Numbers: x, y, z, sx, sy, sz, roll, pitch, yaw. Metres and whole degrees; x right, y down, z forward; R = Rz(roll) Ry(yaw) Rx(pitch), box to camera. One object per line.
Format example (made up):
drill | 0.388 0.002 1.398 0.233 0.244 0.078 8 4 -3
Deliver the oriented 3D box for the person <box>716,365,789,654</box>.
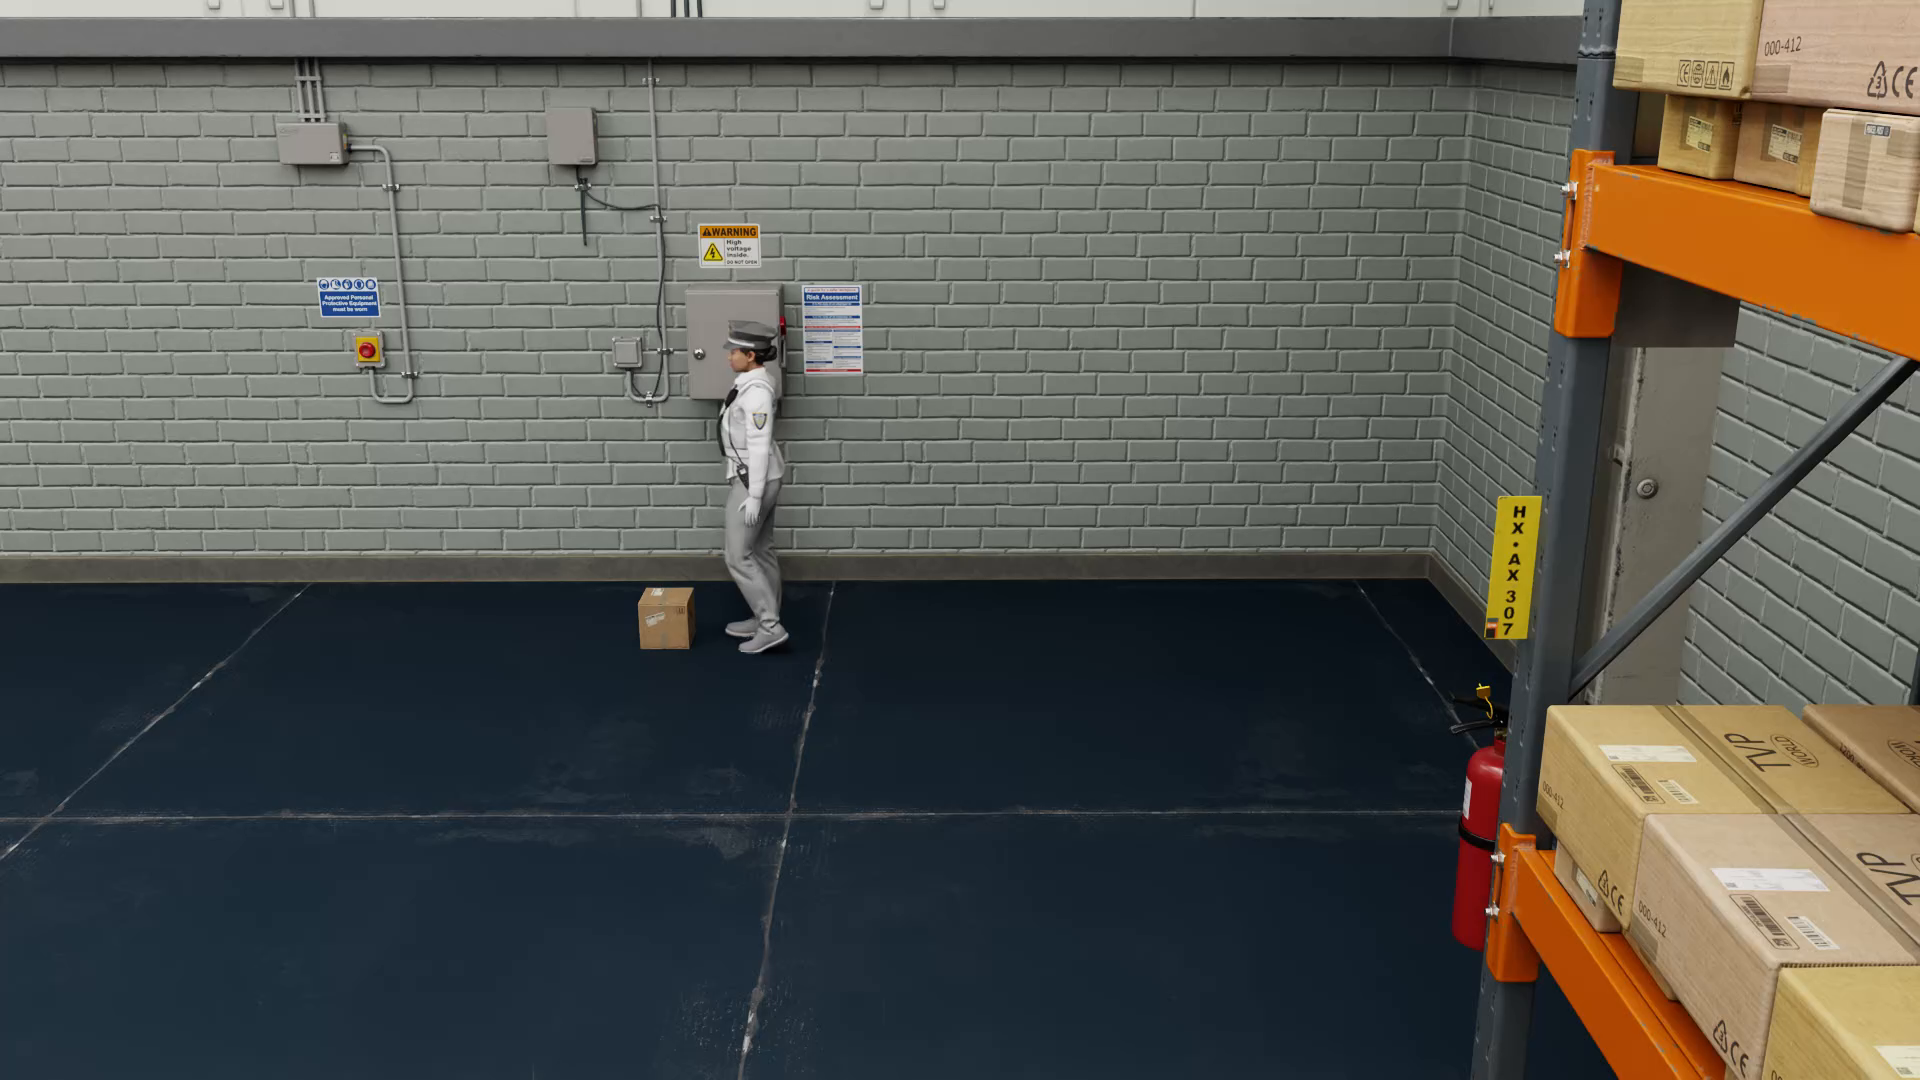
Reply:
person | -1.053 -0.162 8.455 0.352 1.469 0.505 0 17 -1
